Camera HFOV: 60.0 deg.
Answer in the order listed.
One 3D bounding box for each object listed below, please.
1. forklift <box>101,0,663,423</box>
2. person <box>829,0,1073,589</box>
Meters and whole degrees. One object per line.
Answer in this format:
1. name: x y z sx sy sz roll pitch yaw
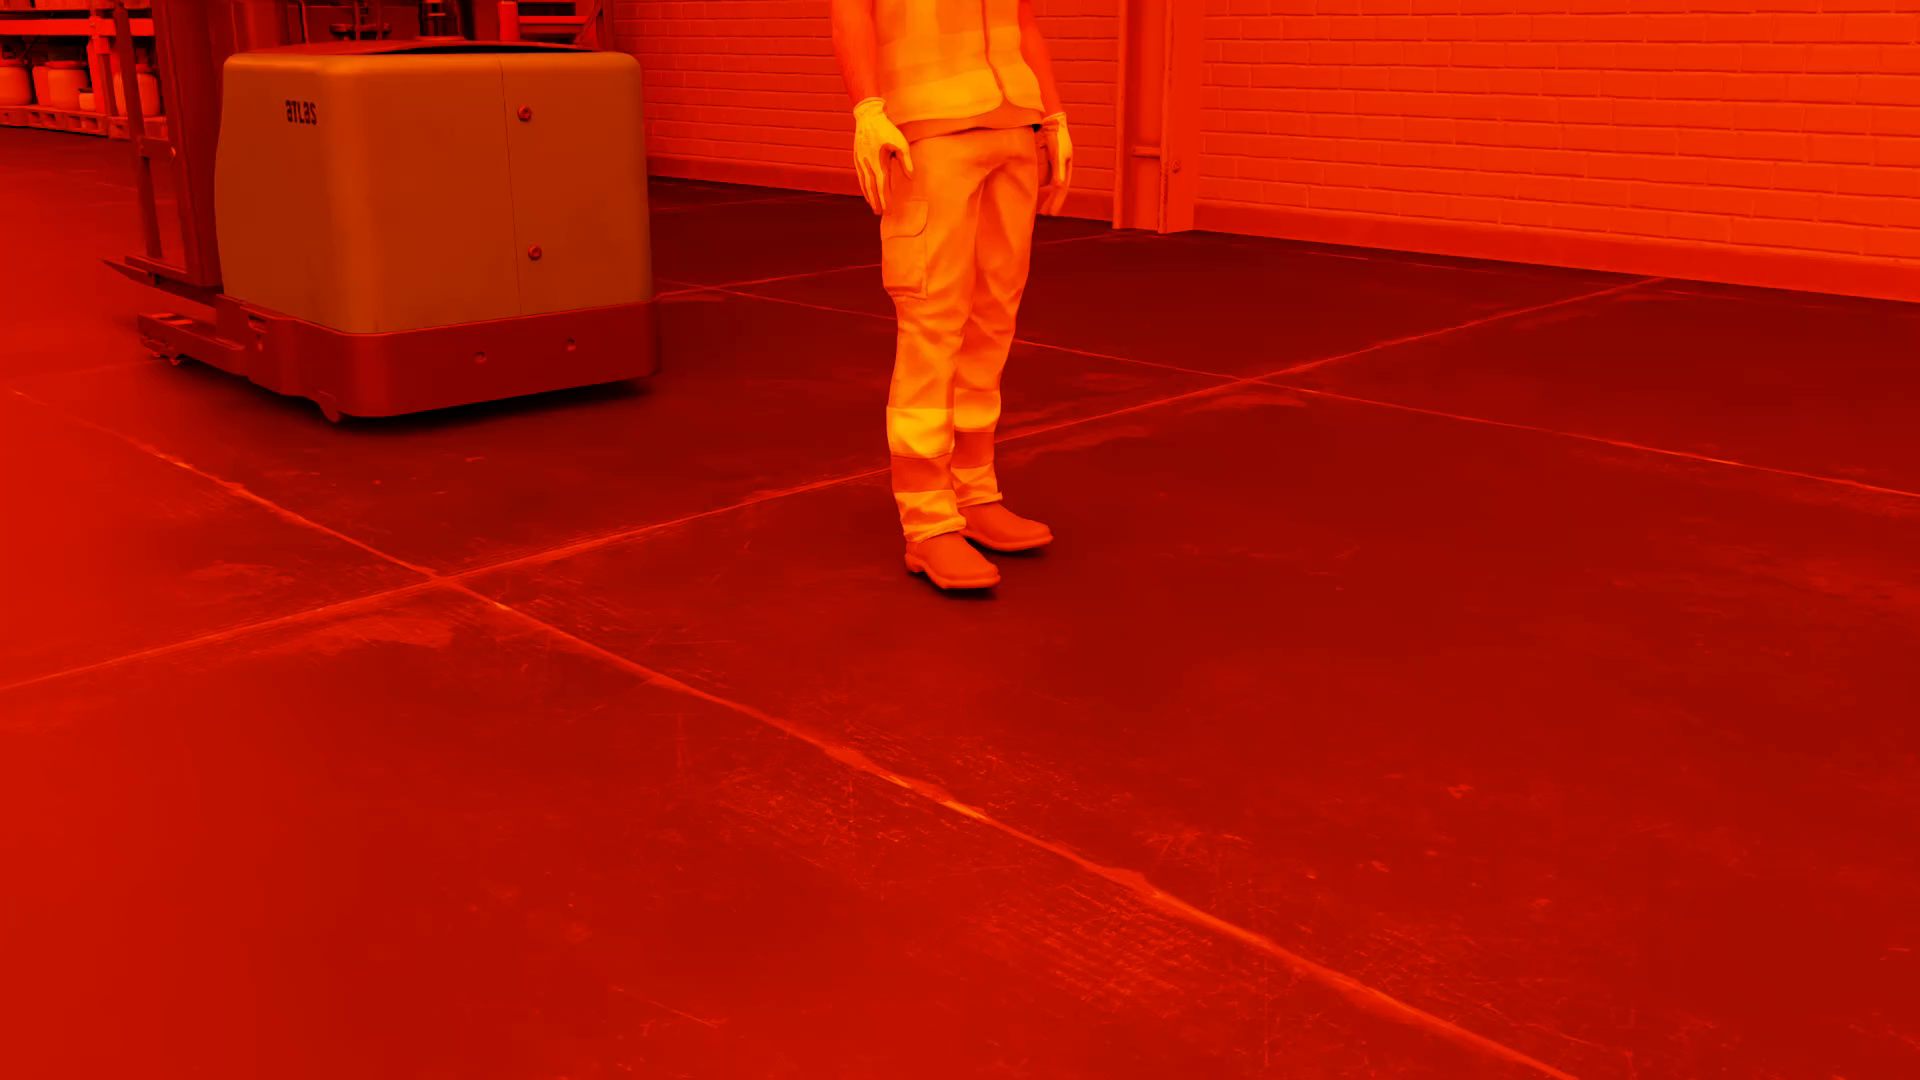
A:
1. forklift: -2.334 -2.106 5.752 1.130 2.935 3.031 -15 23 -40
2. person: 0.049 -0.840 3.567 0.562 1.785 0.637 16 23 42
